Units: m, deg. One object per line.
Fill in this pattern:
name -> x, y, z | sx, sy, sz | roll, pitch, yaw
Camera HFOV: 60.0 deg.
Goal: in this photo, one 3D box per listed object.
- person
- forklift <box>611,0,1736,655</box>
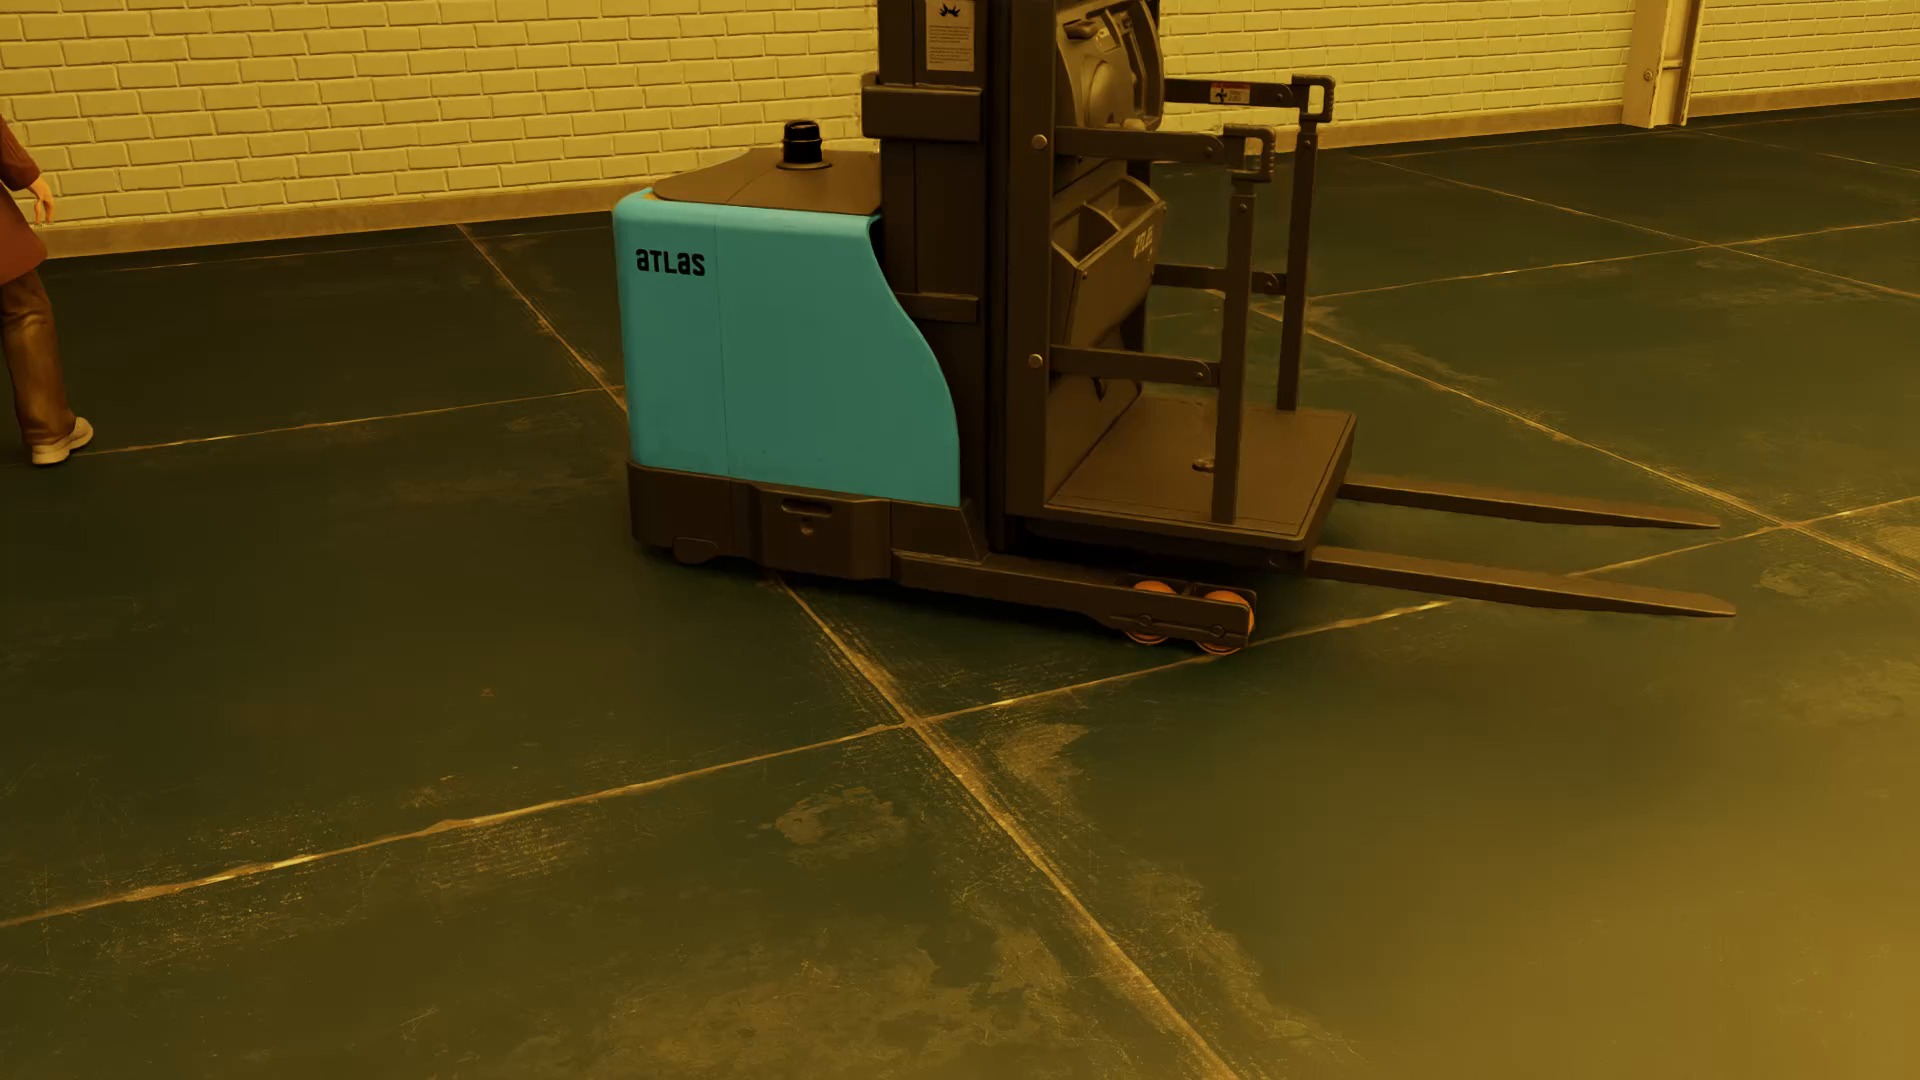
person -> -3.329, -1.087, 5.442 | 0.799, 1.755, 0.558 | 1, 23, 1
forklift -> 0.593, -1.280, 4.367 | 3.031, 2.935, 1.130 | 8, 24, 18
